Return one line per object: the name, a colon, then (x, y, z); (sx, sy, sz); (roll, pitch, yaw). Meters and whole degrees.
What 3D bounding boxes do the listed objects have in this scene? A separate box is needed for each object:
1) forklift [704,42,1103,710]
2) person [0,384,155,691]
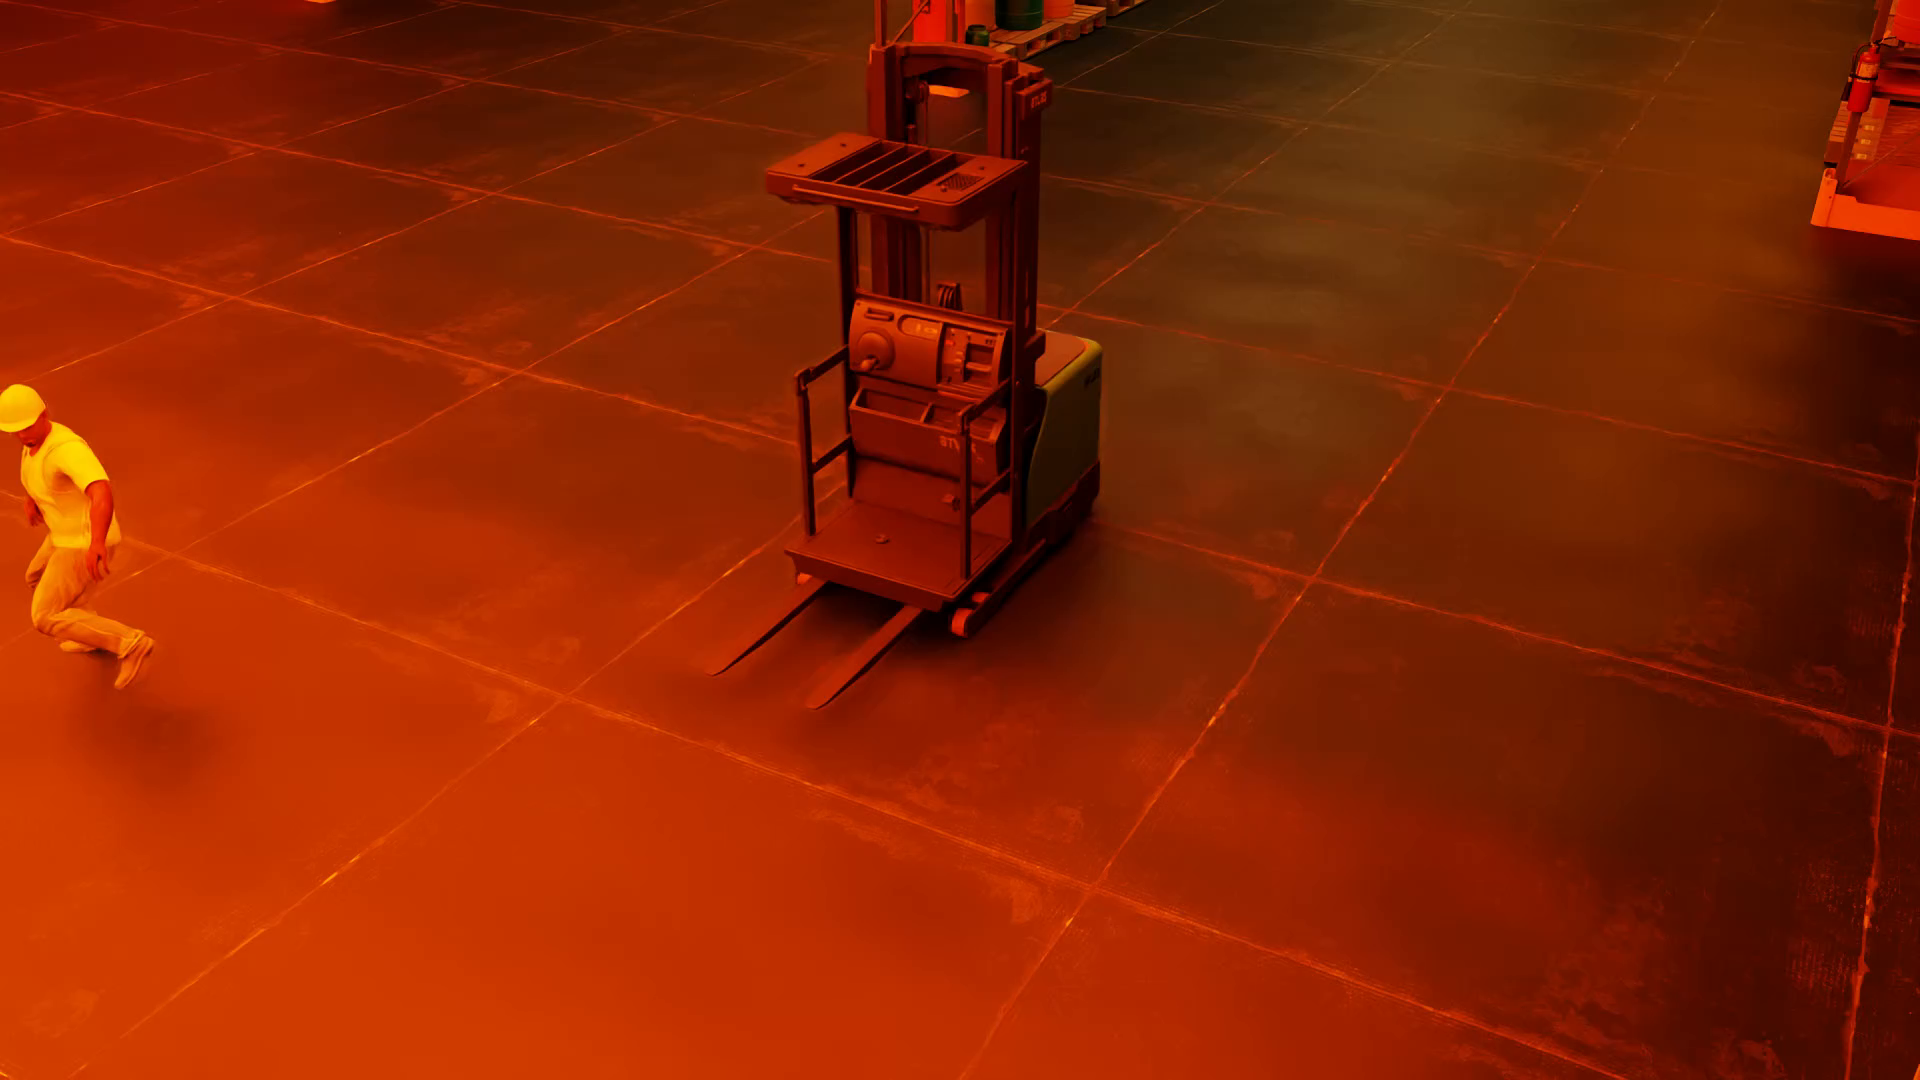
forklift: (-0.281, -0.992, 8.790); (1.130, 2.935, 3.031); (15, 33, 24)
person: (-4.560, -0.041, 8.476); (0.506, 1.638, 1.085); (-17, 34, -27)
